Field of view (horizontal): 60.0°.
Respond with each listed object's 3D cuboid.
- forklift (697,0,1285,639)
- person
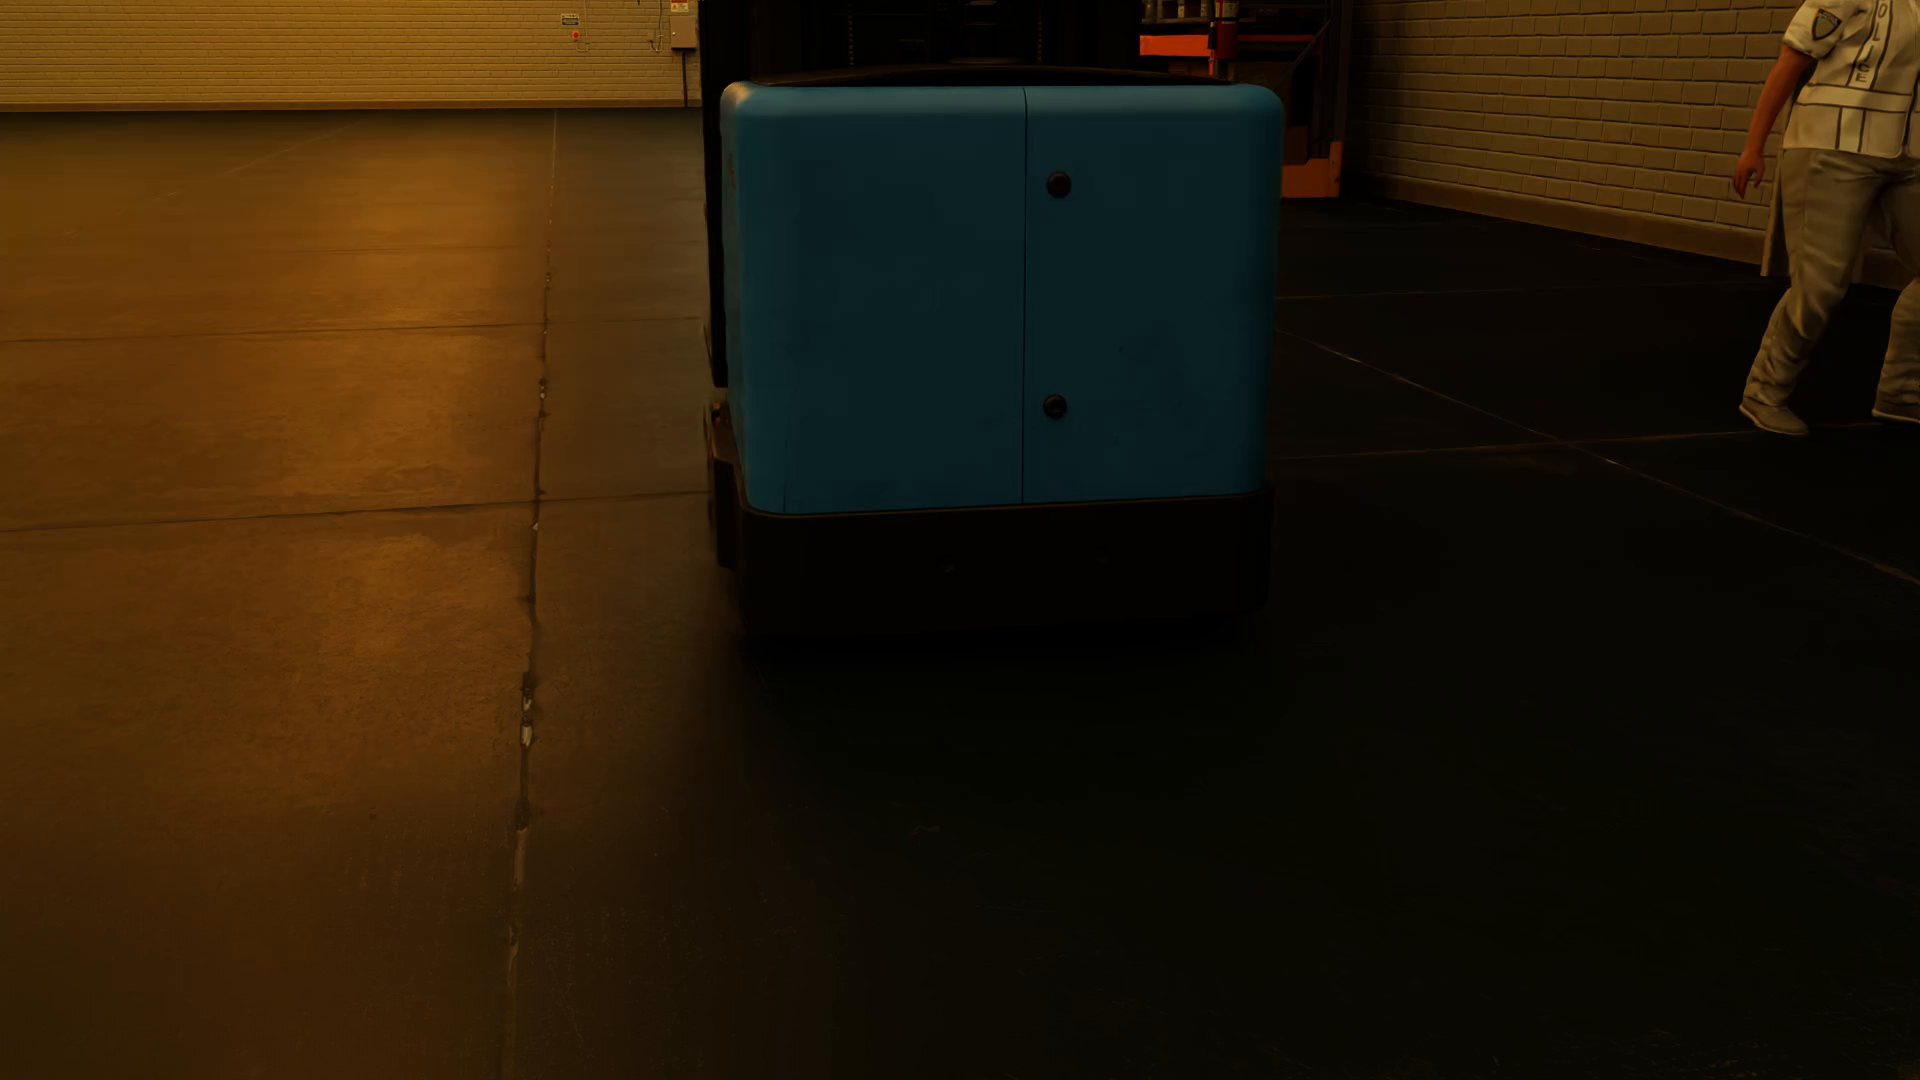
[{"bbox_3d":[-0.138,-1.594,4.236,1.130,2.935,3.031,-3,17,-9],"label":"forklift"},{"bbox_3d":[2.746,-1.116,4.963,0.819,1.636,0.472,-3,17,-10],"label":"person"}]
